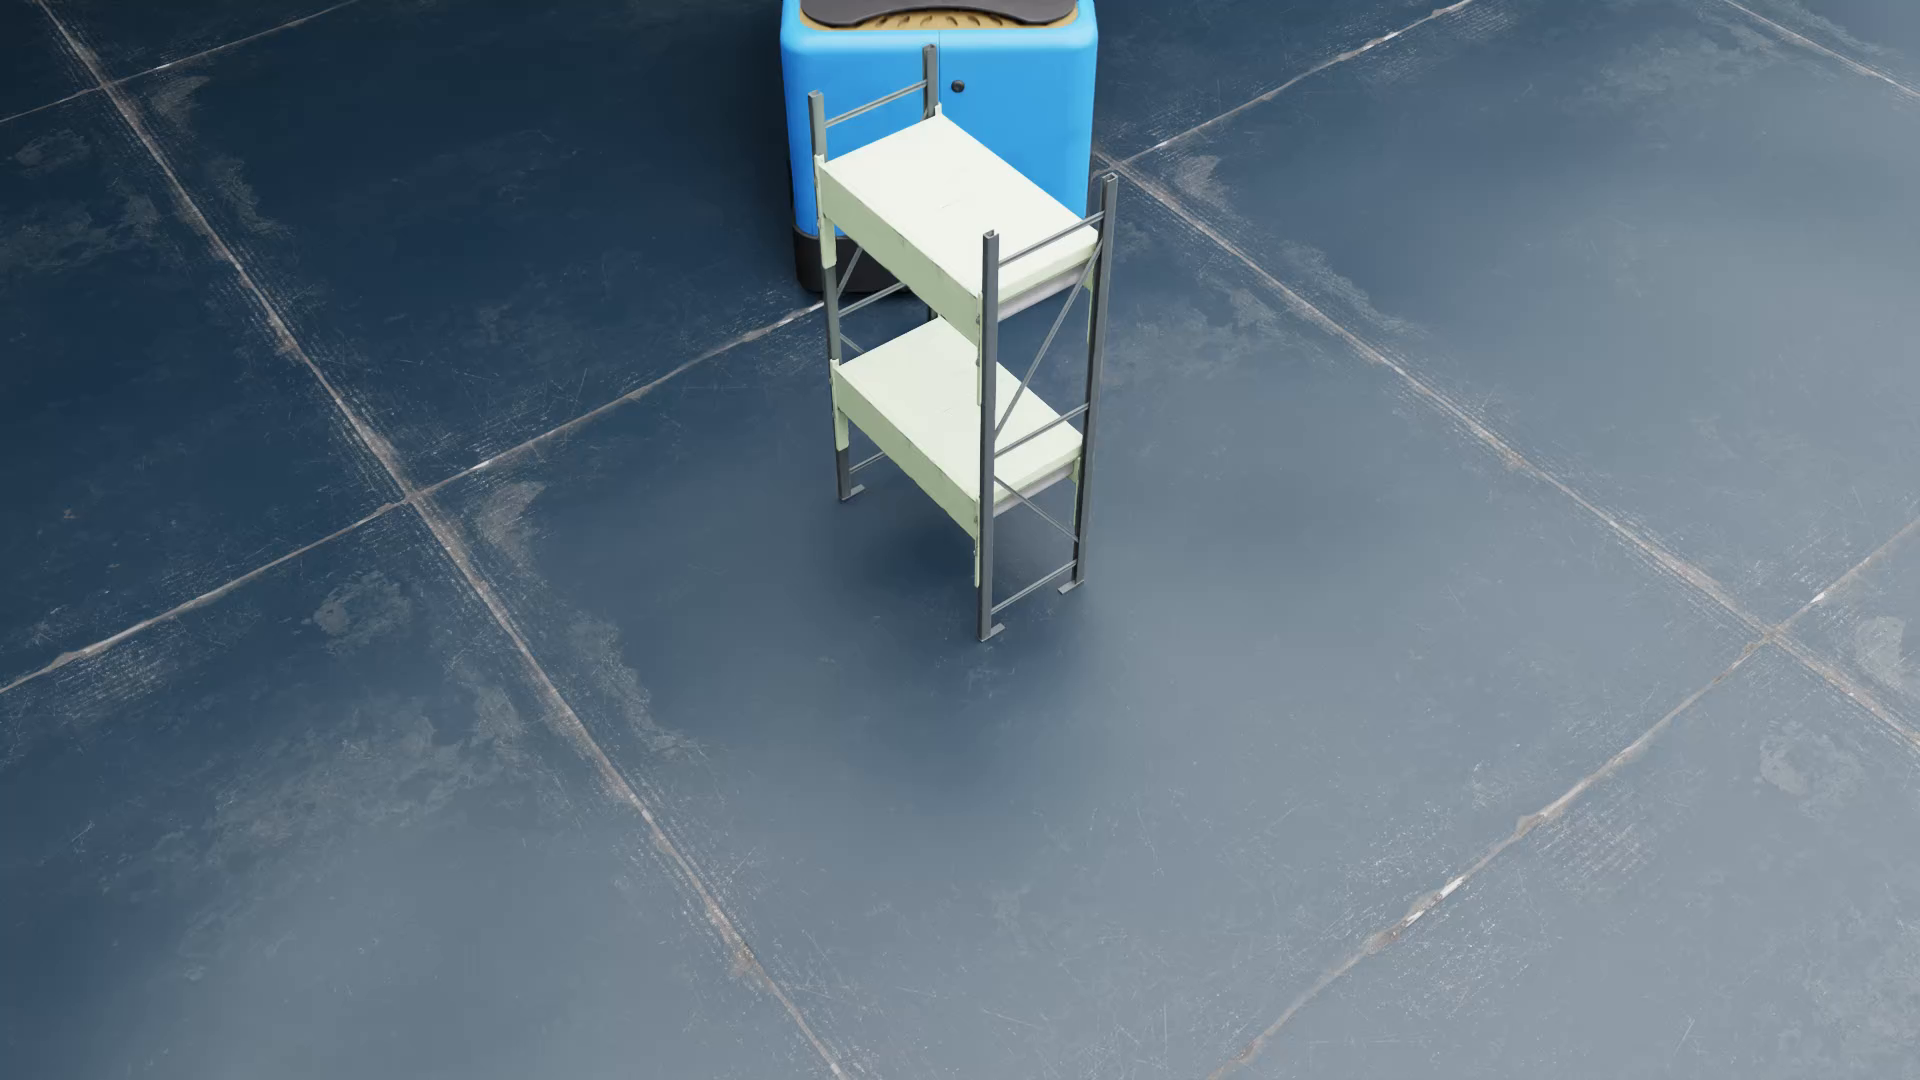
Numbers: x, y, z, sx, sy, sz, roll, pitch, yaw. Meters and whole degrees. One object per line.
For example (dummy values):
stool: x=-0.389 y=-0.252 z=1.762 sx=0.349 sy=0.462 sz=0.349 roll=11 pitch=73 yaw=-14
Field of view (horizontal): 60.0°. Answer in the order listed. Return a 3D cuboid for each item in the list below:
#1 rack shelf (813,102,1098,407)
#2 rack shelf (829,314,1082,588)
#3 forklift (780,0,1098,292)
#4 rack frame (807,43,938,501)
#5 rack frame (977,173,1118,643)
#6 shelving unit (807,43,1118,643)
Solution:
rack shelf: x=-0.004 y=-0.770 z=4.409 sx=0.431 sy=0.370 sz=0.720 roll=-29 pitch=54 yaw=-24
rack shelf: x=-0.004 y=-0.289 z=4.939 sx=0.431 sy=0.370 sz=0.720 roll=-29 pitch=54 yaw=-24
forklift: x=-0.098 y=-2.950 z=5.946 sx=1.130 sy=2.935 sz=3.031 roll=-1 pitch=48 yaw=-1
rack frame: x=-0.226 y=-0.723 z=4.894 sx=0.400 sy=1.500 sz=0.023 roll=-29 pitch=54 yaw=-24
rack frame: x=0.218 y=-0.292 z=4.502 sx=0.400 sy=1.500 sz=0.023 roll=-29 pitch=54 yaw=-24
shelving unit: x=-0.004 y=-0.508 z=4.698 sx=0.431 sy=1.500 sz=0.755 roll=-29 pitch=54 yaw=-24
